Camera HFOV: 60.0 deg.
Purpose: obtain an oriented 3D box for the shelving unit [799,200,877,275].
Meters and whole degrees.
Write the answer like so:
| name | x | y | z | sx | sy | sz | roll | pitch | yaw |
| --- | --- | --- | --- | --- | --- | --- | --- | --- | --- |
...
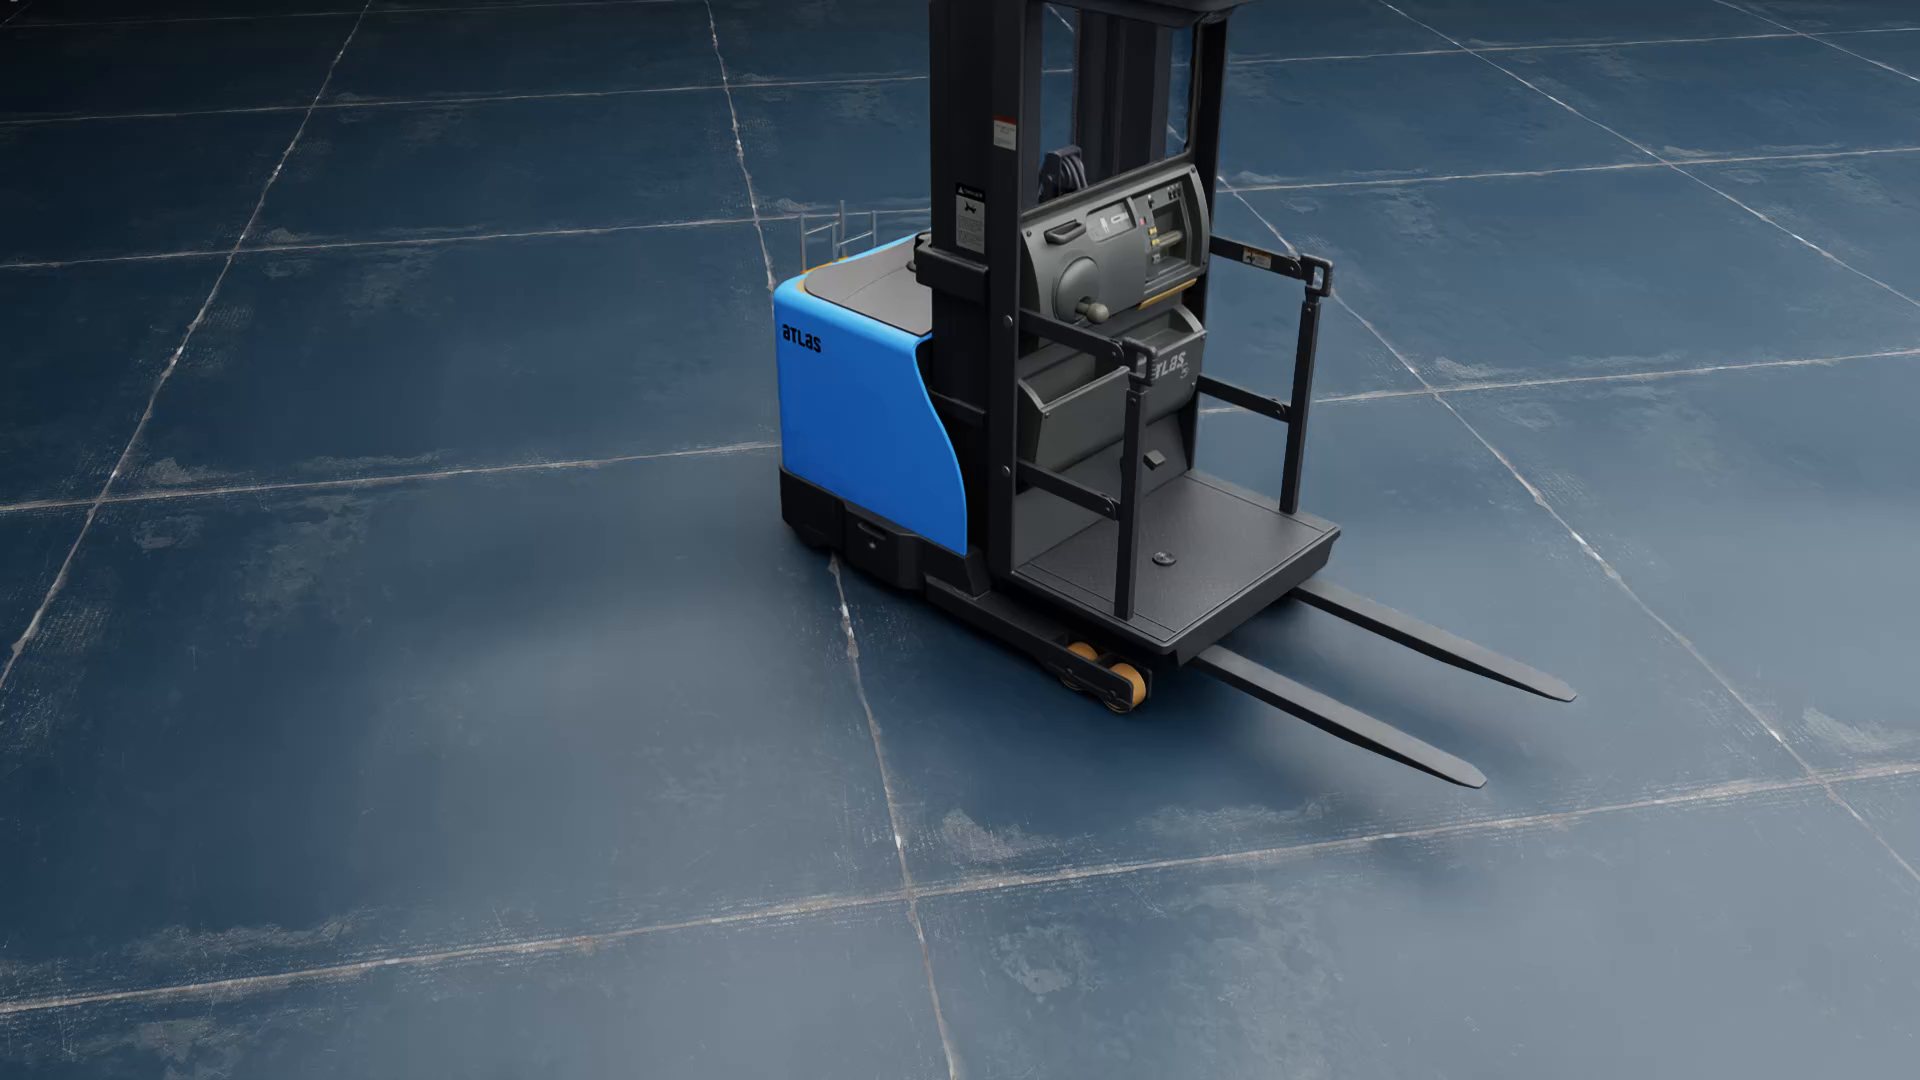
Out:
| name | x | y | z | sx | sy | sz | roll | pitch | yaw |
| --- | --- | --- | --- | --- | --- | --- | --- | --- | --- |
| shelving unit | -0.489 | -0.779 | 6.890 | 0.189 | 1.200 | 0.258 | 26 | 39 | 36 |

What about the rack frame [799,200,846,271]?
| name | x | y | z | sx | sy | sz | roll | pitch | yaw |
| --- | --- | --- | --- | --- | --- | --- | --- | --- | --- |
| rack frame | -0.555 | -0.811 | 6.944 | 0.006 | 1.200 | 0.240 | 26 | 39 | 36 |

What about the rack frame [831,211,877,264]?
| name | x | y | z | sx | sy | sz | roll | pitch | yaw |
| --- | --- | --- | --- | --- | --- | --- | --- | --- | --- |
| rack frame | -0.422 | -0.747 | 6.836 | 0.006 | 1.200 | 0.240 | 26 | 39 | 36 |

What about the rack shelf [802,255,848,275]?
| name | x | y | z | sx | sy | sz | roll | pitch | yaw |
| --- | --- | --- | --- | --- | --- | --- | --- | --- | --- |
| rack shelf | -0.487 | -1.052 | 6.730 | 0.180 | 0.103 | 0.258 | 26 | 39 | 36 |

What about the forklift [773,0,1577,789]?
| name | x | y | z | sx | sy | sz | roll | pitch | yaw |
| --- | --- | --- | --- | --- | --- | --- | --- | --- | --- |
| forklift | 0.695 | -0.968 | 5.505 | 3.031 | 2.935 | 1.130 | 25 | 39 | 36 |
